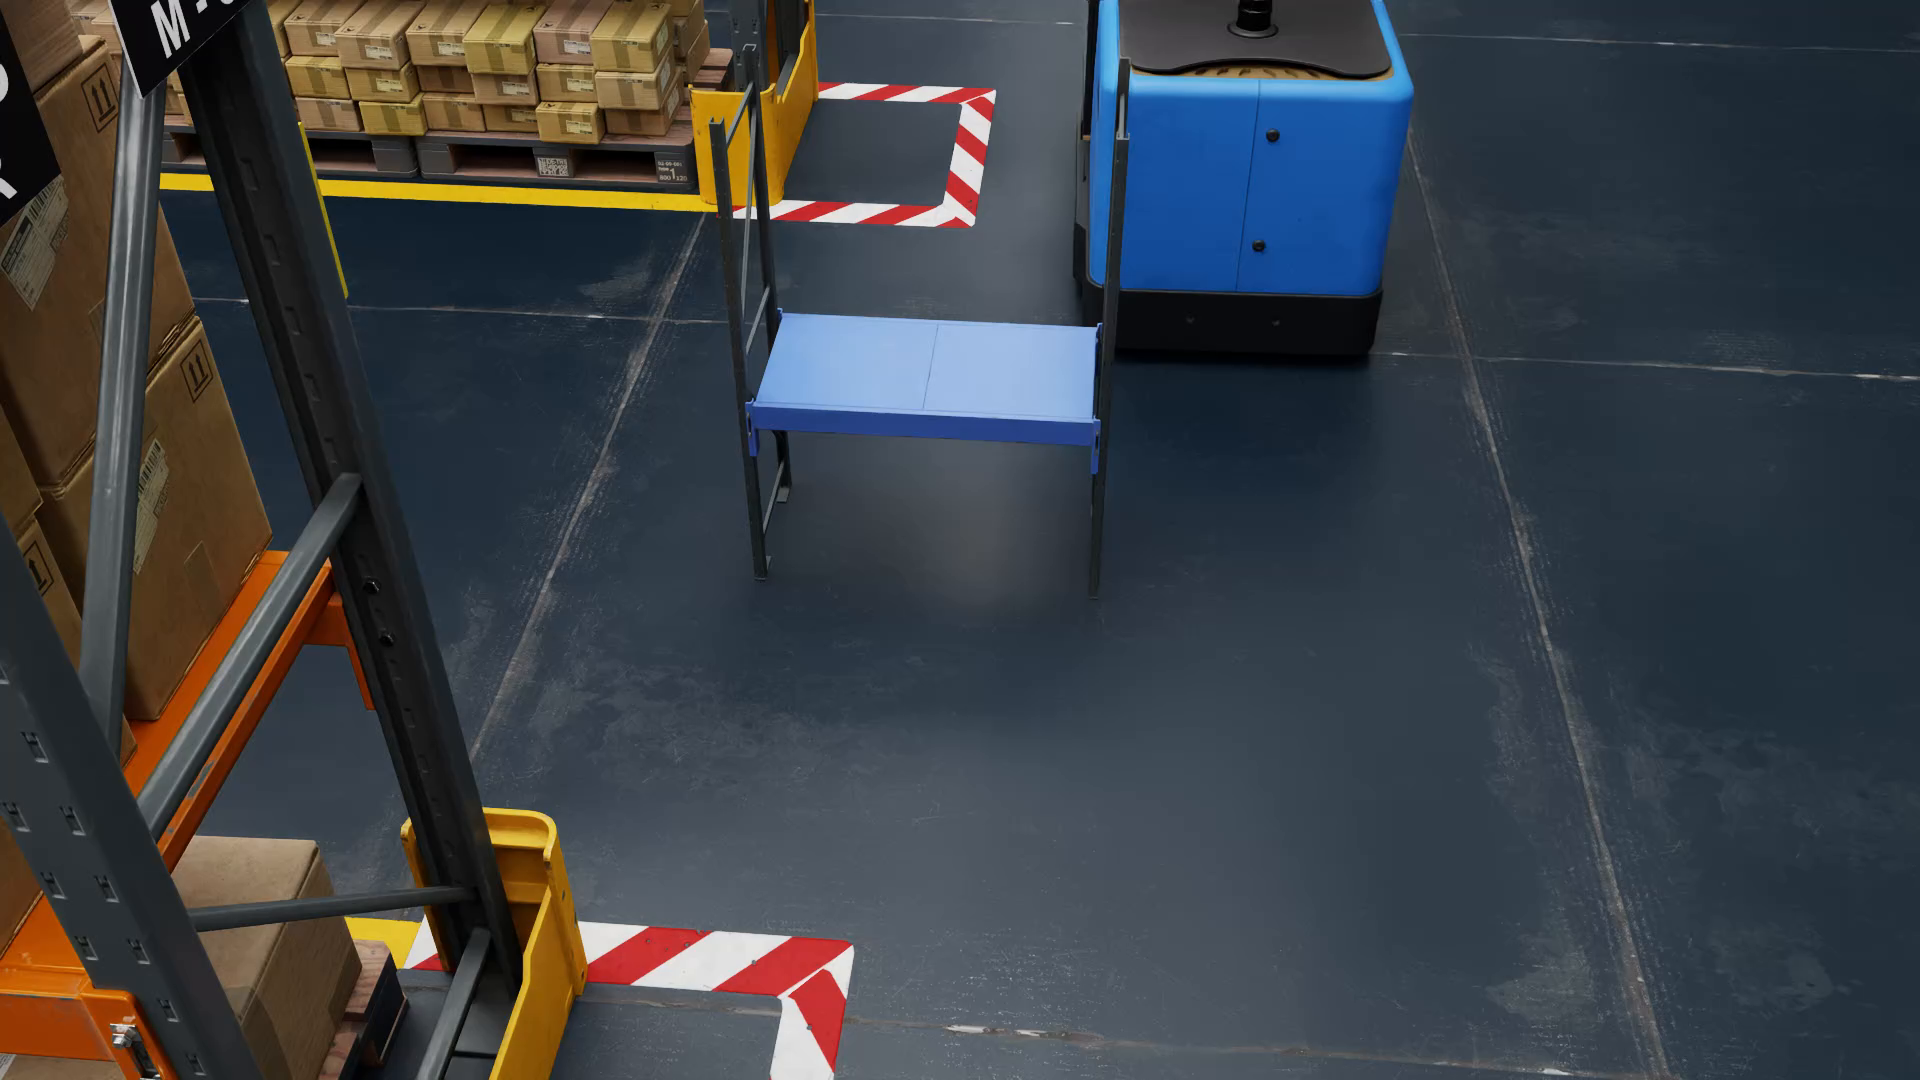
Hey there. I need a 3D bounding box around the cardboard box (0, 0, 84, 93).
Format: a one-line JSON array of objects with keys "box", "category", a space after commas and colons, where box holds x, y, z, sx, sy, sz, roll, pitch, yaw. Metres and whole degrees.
[{"box": [-1.460, -0.680, 2.324, 0.250, 0.149, 0.380, 4, 39, 5], "category": "cardboard box"}]

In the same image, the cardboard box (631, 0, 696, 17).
[{"box": [-1.297, -2.457, 7.347, 0.250, 0.149, 0.380, 1, 39, 2], "category": "cardboard box"}]

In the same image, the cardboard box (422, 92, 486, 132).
[{"box": [-2.114, -1.906, 7.141, 0.250, 0.149, 0.380, 4, 39, 4], "category": "cardboard box"}]

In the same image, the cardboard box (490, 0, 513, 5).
[{"box": [-2.076, -2.452, 7.341, 0.250, 0.149, 0.380, 1, 39, 2], "category": "cardboard box"}]

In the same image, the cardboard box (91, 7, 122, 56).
[{"box": [-3.430, -2.183, 7.011, 0.250, 0.149, 0.380, 4, 39, 5], "category": "cardboard box"}]

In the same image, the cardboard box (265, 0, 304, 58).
[{"box": [-2.909, -2.182, 7.010, 0.250, 0.149, 0.380, 3, 39, 4], "category": "cardboard box"}]

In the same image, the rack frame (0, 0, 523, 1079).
[{"box": [-1.130, 0.192, 2.638, 0.127, 3.000, 1.000, 3, 39, 4], "category": "rack frame"}]

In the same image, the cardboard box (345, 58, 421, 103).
[{"box": [-2.389, -1.996, 7.016, 0.250, 0.149, 0.380, 4, 39, 5], "category": "cardboard box"}]

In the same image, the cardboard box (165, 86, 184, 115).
[{"box": [-3.408, -2.010, 7.269, 0.250, 0.149, 0.380, 2, 39, 2], "category": "cardboard box"}]

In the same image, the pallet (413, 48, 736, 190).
[{"box": [-1.686, -1.916, 7.437, 1.213, 0.211, 1.003, 3, 39, 4], "category": "pallet"}]

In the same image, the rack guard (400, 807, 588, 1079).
[{"box": [-1.106, 1.163, 3.426, 0.348, 0.500, 1.175, 3, 39, 4], "category": "rack guard"}]

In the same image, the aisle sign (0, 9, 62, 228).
[{"box": [-1.085, -0.618, 1.573, 0.004, 0.787, 0.394, 3, 39, 4], "category": "aisle sign"}]

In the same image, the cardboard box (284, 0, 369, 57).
[{"box": [-2.645, -2.186, 7.014, 0.250, 0.149, 0.380, 2, 39, 2], "category": "cardboard box"}]

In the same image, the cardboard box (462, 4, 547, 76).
[{"box": [-1.867, -2.068, 6.869, 0.250, 0.149, 0.380, 2, 39, 3], "category": "cardboard box"}]

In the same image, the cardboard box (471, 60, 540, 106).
[{"box": [-1.872, -1.976, 6.991, 0.250, 0.149, 0.380, 2, 39, 2], "category": "cardboard box"}]

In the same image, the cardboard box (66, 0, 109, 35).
[{"box": [-3.676, -2.249, 7.091, 0.250, 0.149, 0.380, 2, 39, 3], "category": "cardboard box"}]

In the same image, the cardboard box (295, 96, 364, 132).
[{"box": [-2.644, -1.908, 7.143, 0.250, 0.149, 0.380, 4, 39, 5], "category": "cardboard box"}]

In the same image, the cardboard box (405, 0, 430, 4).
[{"box": [-2.351, -2.473, 7.367, 0.250, 0.149, 0.380, 5, 39, 6], "category": "cardboard box"}]

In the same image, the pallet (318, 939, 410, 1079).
[{"box": [-1.934, 1.279, 3.512, 1.213, 0.211, 1.003, 3, 39, 4], "category": "pallet"}]

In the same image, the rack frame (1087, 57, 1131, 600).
[{"box": [0.421, -0.559, 4.748, 0.032, 1.500, 0.500, 3, 39, 4], "category": "rack frame"}]

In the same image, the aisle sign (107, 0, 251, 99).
[{"box": [-1.034, -0.995, 2.037, 0.004, 0.787, 0.394, 3, 39, 4], "category": "aisle sign"}]

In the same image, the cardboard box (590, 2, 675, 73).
[{"box": [-1.353, -2.084, 6.889, 0.250, 0.149, 0.380, 4, 39, 4], "category": "cardboard box"}]

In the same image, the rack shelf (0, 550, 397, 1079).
[{"box": [-3.123, 0.362, 2.999, 4.000, 0.370, 1.077, 3, 39, 4], "category": "rack shelf"}]

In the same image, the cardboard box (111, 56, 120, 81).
[{"box": [-3.681, -2.132, 7.183, 0.250, 0.149, 0.380, 1, 39, 2], "category": "cardboard box"}]

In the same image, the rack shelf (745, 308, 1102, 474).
[{"box": [-0.085, -0.447, 4.896, 1.000, 0.185, 0.538, 3, 39, 4], "category": "rack shelf"}]

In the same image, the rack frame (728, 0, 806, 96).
[{"box": [-0.804, -2.927, 6.470, 0.127, 3.000, 1.000, 3, 39, 4], "category": "rack frame"}]

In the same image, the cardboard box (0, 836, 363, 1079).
[{"box": [-1.796, 1.050, 3.281, 0.875, 0.438, 0.875, 2, 39, 2], "category": "cardboard box"}]

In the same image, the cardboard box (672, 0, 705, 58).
[{"box": [-1.304, -2.289, 7.377, 0.250, 0.149, 0.380, 5, 39, 6], "category": "cardboard box"}]

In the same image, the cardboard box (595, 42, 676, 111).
[{"box": [-1.354, -1.949, 6.958, 0.250, 0.149, 0.380, 2, 39, 3], "category": "cardboard box"}]

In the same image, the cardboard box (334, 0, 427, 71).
[{"box": [-2.392, -2.102, 6.911, 0.250, 0.149, 0.380, 5, 39, 6], "category": "cardboard box"}]

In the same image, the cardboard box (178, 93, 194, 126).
[{"box": [-3.158, -1.935, 7.177, 0.250, 0.149, 0.380, 2, 39, 3], "category": "cardboard box"}]

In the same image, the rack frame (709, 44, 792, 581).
[{"box": [-0.591, -0.614, 4.816, 0.032, 1.500, 0.500, 3, 39, 4], "category": "rack frame"}]

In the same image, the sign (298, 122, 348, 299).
[{"box": [-1.076, -0.523, 2.768, 0.005, 0.325, 0.100, 3, 39, 4], "category": "sign"}]

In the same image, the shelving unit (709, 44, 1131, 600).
[{"box": [-0.085, -0.586, 4.782, 1.048, 1.500, 0.538, 3, 39, 4], "category": "shelving unit"}]

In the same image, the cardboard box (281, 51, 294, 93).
[{"box": [-2.920, -2.019, 7.045, 0.250, 0.149, 0.380, 4, 39, 4], "category": "cardboard box"}]

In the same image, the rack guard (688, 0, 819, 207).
[{"box": [-0.880, -1.962, 7.264, 0.348, 0.500, 1.175, 3, 39, 4], "category": "rack guard"}]

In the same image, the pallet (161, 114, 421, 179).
[{"box": [-2.898, -1.984, 7.520, 1.213, 0.211, 1.003, 3, 39, 4], "category": "pallet"}]

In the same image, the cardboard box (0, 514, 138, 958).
[{"box": [-1.634, 0.293, 2.434, 0.500, 0.500, 0.500, 3, 39, 4], "category": "cardboard box"}]

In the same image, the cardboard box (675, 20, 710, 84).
[{"box": [-1.298, -2.214, 7.520, 0.250, 0.149, 0.380, 4, 39, 5], "category": "cardboard box"}]

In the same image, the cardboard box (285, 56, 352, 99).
[{"box": [-2.643, -2.022, 7.048, 0.250, 0.149, 0.380, 5, 39, 6], "category": "cardboard box"}]

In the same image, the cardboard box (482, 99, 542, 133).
[{"box": [-1.867, -1.900, 7.134, 0.250, 0.149, 0.380, 3, 39, 4], "category": "cardboard box"}]

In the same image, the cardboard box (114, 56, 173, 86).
[{"box": [-3.409, -2.102, 7.146, 0.250, 0.149, 0.380, 5, 39, 6], "category": "cardboard box"}]

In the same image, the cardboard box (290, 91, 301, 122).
[{"box": [-2.890, -1.969, 7.218, 0.250, 0.149, 0.380, 4, 39, 5], "category": "cardboard box"}]

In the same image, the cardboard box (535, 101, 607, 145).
[{"box": [-1.611, -1.832, 7.050, 0.250, 0.149, 0.380, 4, 39, 5], "category": "cardboard box"}]

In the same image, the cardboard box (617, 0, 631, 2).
[{"box": [-1.582, -2.396, 7.272, 0.250, 0.149, 0.380, 4, 39, 5], "category": "cardboard box"}]

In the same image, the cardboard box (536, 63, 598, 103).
[{"box": [-1.610, -1.997, 7.017, 0.250, 0.149, 0.380, 2, 39, 3], "category": "cardboard box"}]

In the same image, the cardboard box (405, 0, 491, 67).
[{"box": [-2.120, -2.122, 6.936, 0.250, 0.149, 0.380, 2, 39, 2], "category": "cardboard box"}]

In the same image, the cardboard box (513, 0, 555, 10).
[{"box": [-1.821, -2.491, 7.388, 0.250, 0.149, 0.380, 3, 39, 4], "category": "cardboard box"}]

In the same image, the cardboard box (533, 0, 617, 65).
[{"box": [-1.598, -2.134, 6.950, 0.250, 0.149, 0.380, 4, 39, 5], "category": "cardboard box"}]

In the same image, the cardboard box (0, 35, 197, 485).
[{"box": [-1.584, -0.440, 2.543, 0.500, 0.500, 0.500, 2, 39, 3], "category": "cardboard box"}]

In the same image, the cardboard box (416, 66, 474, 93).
[{"box": [-2.131, -2.055, 7.089, 0.250, 0.149, 0.380, 3, 39, 3], "category": "cardboard box"}]

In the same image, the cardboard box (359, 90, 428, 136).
[{"box": [-2.374, -1.880, 7.109, 0.250, 0.149, 0.380, 1, 39, 2], "category": "cardboard box"}]

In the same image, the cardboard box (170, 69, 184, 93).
[{"box": [-3.163, -2.049, 7.081, 0.250, 0.149, 0.380, 3, 39, 3], "category": "cardboard box"}]

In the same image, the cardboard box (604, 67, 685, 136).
[{"box": [-1.346, -1.882, 7.111, 0.250, 0.149, 0.380, 4, 39, 5], "category": "cardboard box"}]

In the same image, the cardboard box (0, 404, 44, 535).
[{"box": [-1.631, -0.111, 2.139, 0.500, 0.500, 0.500, 4, 39, 5], "category": "cardboard box"}]

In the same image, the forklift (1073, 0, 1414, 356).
[{"box": [1.057, -2.708, 6.256, 1.130, 2.935, 3.031, 2, 39, 3], "category": "forklift"}]

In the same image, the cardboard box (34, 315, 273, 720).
[{"box": [-1.584, -0.054, 2.861, 0.500, 0.500, 0.500, 3, 39, 3], "category": "cardboard box"}]
